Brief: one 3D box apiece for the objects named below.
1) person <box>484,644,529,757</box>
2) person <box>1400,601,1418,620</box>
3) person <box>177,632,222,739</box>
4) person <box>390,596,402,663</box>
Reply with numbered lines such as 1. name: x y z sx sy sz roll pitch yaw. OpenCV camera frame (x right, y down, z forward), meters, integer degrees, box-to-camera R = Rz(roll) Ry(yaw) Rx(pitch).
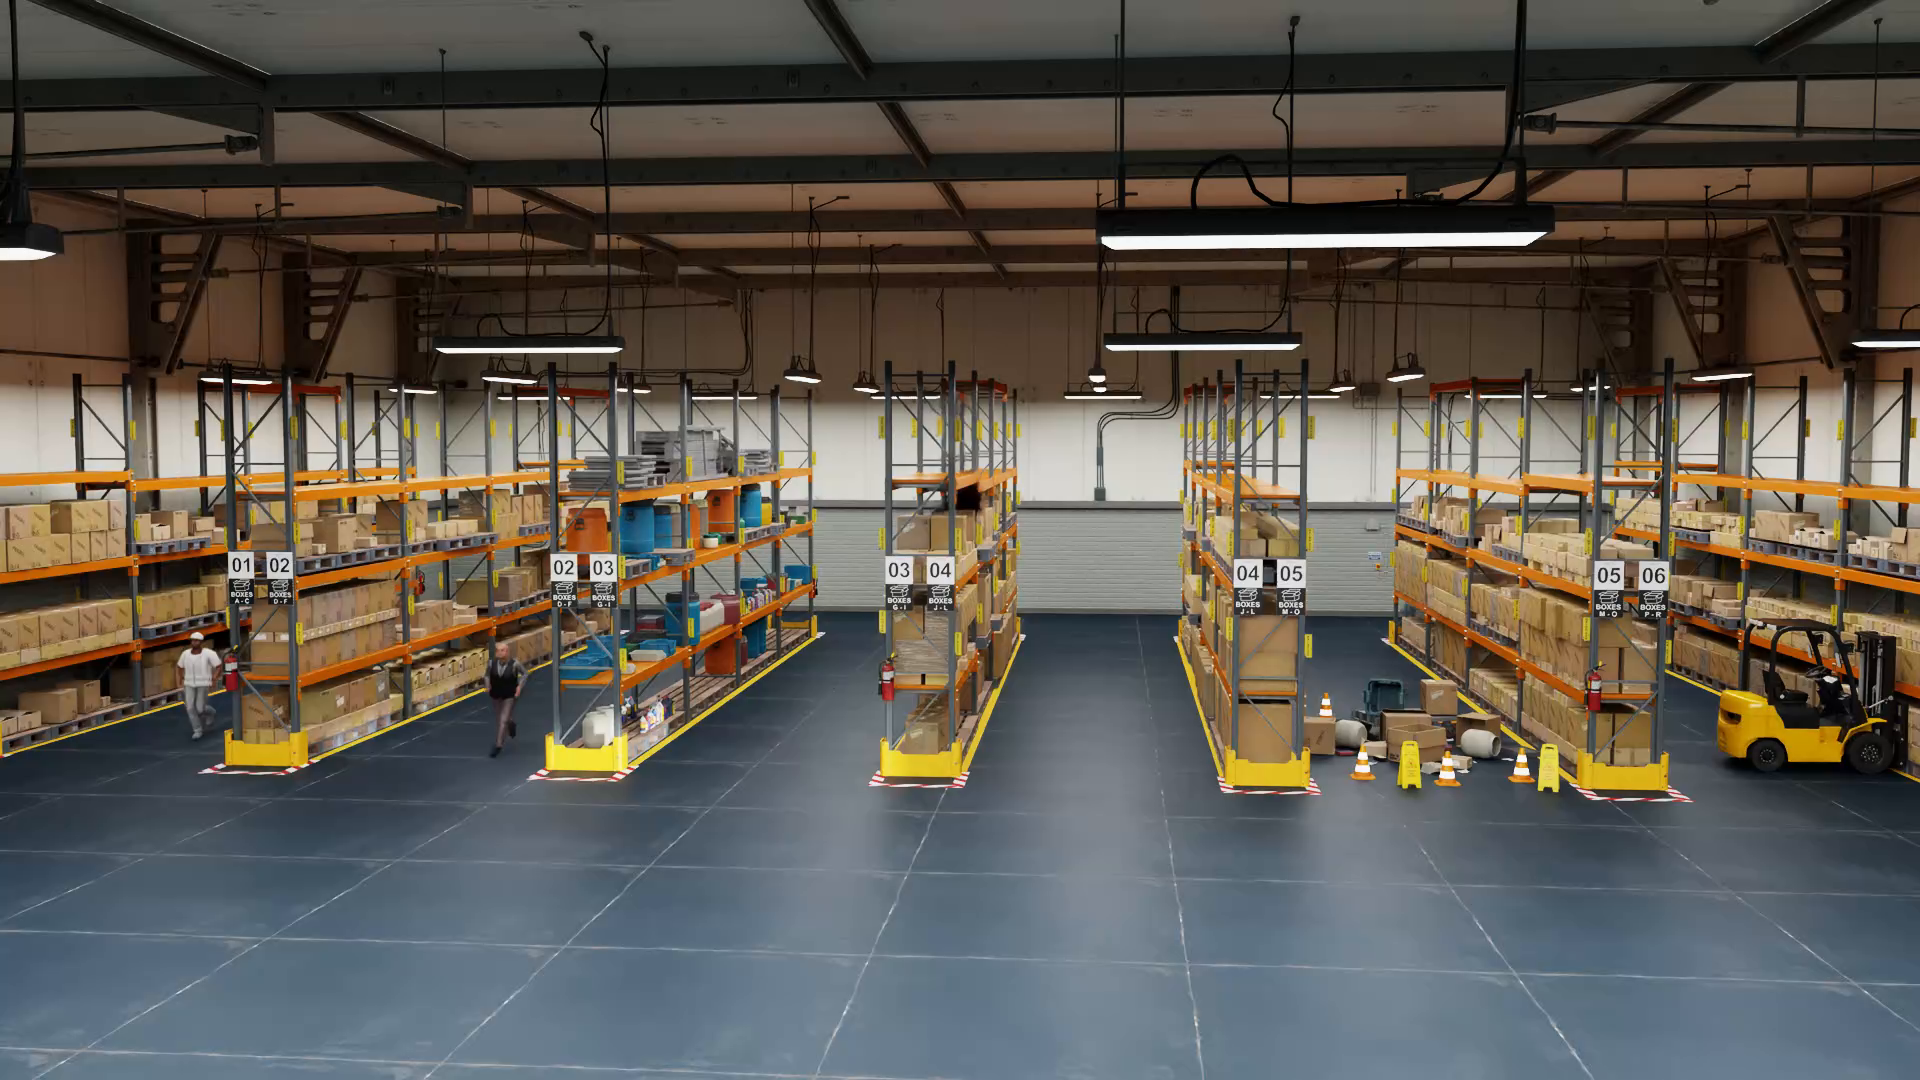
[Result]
1. person: -7.058 2.449 25.794 0.671 1.687 1.094 0 4 6
2. person: 10.859 1.511 40.013 0.553 1.717 0.699 0 4 -3
3. person: -12.452 2.363 27.193 0.702 1.723 0.598 0 4 -5
4. person: -11.144 1.971 33.216 0.663 1.747 0.945 0 4 1
